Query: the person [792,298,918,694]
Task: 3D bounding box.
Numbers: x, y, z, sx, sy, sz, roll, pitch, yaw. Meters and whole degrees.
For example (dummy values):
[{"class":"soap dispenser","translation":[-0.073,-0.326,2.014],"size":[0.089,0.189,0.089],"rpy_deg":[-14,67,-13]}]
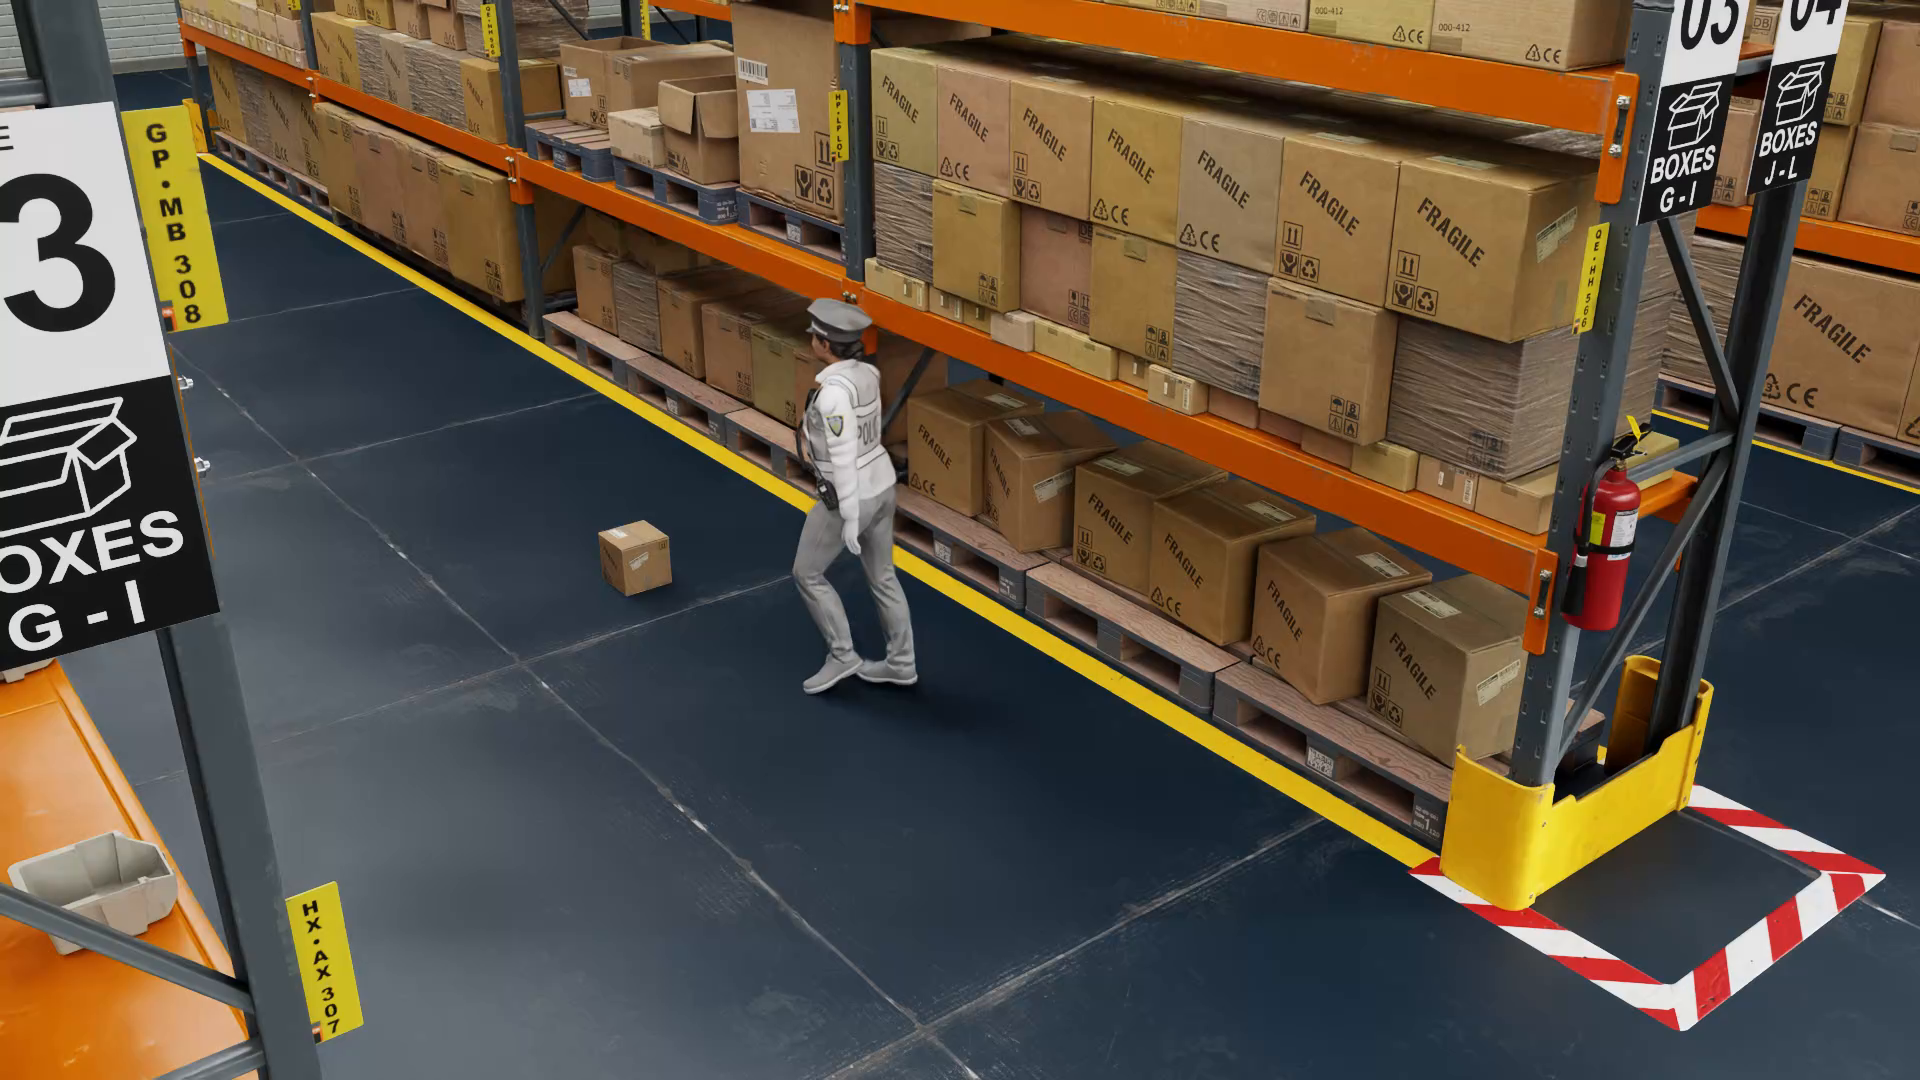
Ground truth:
[{"class":"person","translation":[-0.416,-0.158,6.917],"size":[0.511,1.687,0.510],"rpy_deg":[11,27,23]}]
